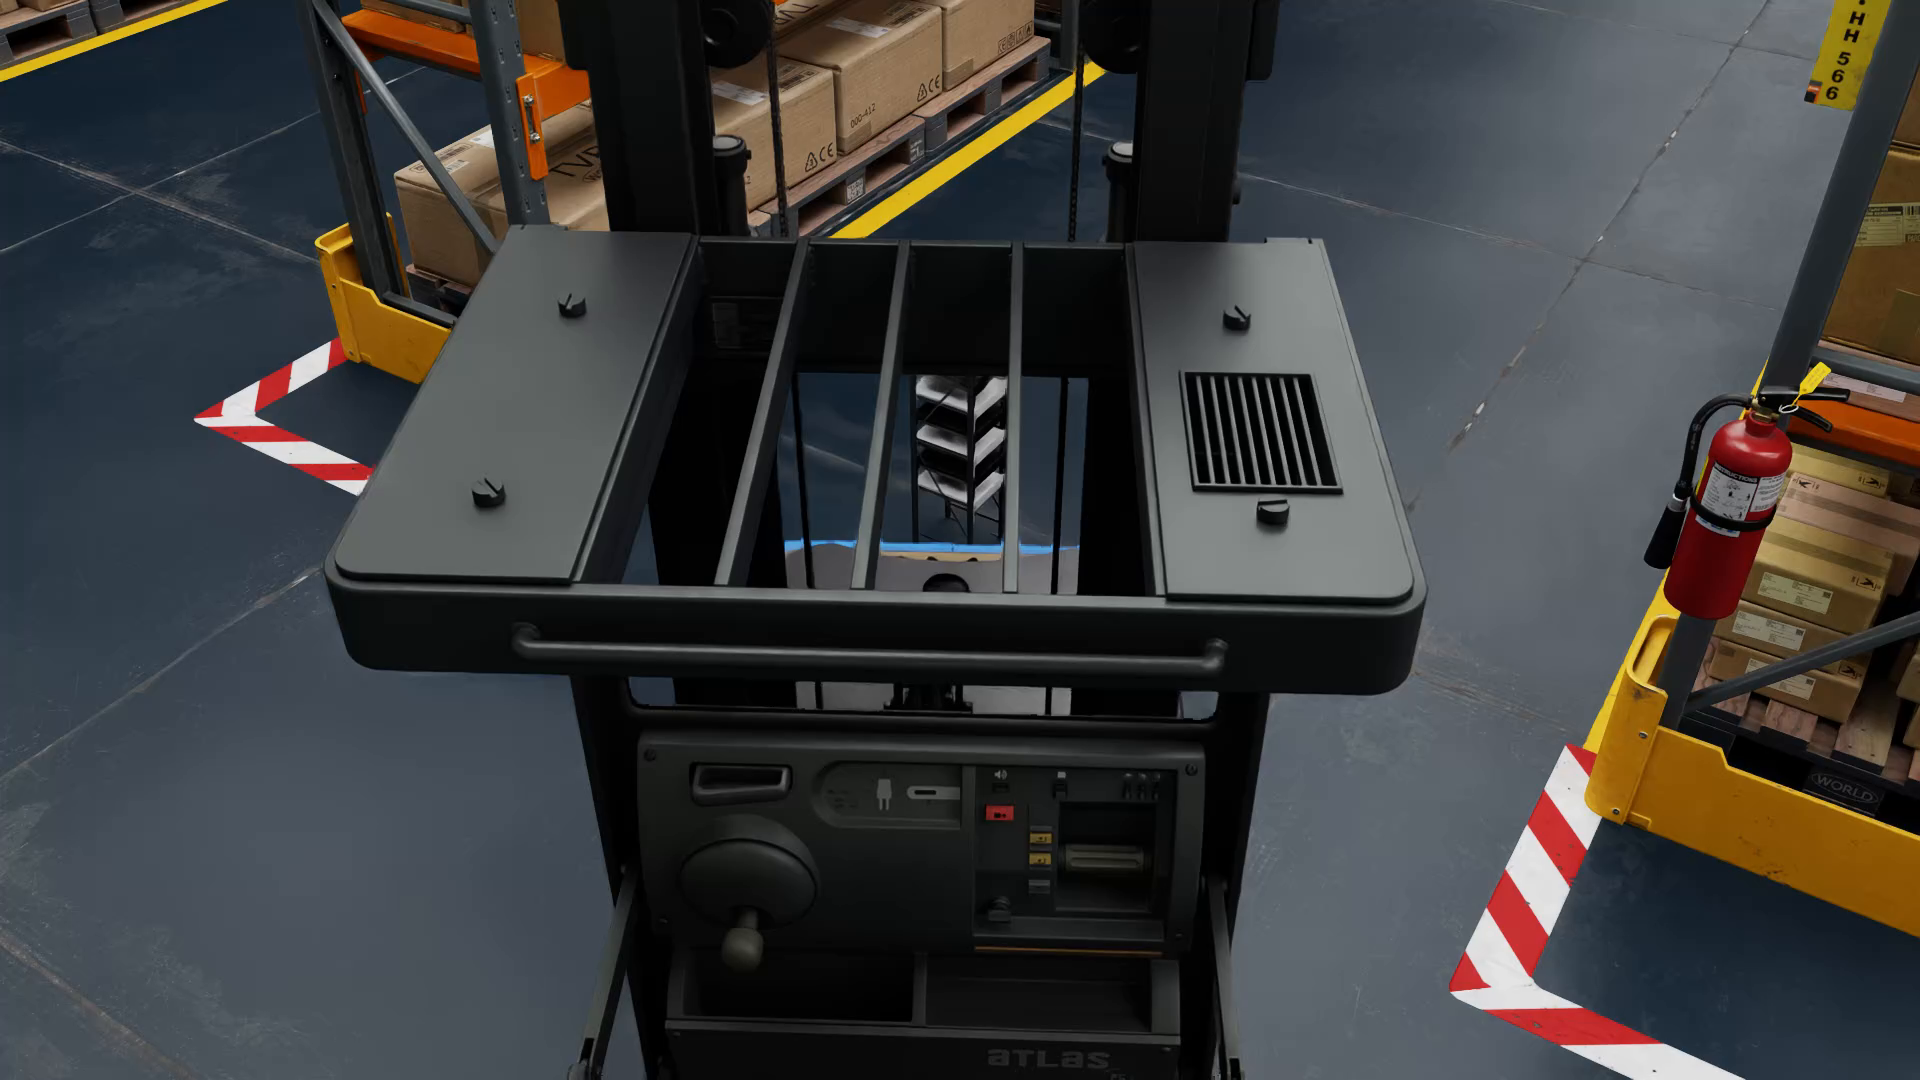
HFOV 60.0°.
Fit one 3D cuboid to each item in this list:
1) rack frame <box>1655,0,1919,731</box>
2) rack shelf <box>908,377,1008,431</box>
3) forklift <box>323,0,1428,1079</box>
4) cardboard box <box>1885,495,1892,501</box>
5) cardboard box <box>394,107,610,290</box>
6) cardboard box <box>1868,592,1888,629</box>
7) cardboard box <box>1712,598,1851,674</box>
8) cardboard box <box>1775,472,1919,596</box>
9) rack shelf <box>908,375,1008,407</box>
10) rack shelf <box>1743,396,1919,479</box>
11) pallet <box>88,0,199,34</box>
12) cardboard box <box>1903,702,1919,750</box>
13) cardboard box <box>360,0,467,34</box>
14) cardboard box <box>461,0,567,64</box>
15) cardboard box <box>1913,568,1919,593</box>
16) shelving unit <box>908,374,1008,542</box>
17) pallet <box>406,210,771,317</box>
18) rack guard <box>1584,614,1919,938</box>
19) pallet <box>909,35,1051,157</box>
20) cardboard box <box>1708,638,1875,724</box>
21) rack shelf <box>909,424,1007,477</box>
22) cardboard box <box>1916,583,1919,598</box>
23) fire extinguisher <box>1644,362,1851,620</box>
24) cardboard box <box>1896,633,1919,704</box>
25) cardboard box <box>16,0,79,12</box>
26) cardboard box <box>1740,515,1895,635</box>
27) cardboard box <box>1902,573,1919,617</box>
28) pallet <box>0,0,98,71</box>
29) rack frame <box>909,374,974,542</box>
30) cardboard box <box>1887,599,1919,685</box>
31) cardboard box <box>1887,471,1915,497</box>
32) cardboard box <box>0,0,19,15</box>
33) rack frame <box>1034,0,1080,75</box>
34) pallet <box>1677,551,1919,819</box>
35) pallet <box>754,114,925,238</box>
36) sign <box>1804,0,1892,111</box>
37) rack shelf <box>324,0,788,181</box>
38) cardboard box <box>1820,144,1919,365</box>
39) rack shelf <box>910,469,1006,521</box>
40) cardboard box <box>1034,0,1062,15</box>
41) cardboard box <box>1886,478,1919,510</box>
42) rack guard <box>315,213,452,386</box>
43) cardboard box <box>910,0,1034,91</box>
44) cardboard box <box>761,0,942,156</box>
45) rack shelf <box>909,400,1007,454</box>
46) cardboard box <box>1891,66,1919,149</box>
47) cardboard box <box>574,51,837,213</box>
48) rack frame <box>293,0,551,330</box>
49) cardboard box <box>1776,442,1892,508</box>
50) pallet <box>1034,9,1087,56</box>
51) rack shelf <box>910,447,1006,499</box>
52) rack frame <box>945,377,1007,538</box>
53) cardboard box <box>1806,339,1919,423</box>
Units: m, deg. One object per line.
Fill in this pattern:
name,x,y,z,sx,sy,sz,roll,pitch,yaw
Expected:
rack frame,2.315,-0.281,3.658,1.000,3.000,0.127,21,42,25
rack shelf,-0.004,-0.468,5.380,0.258,0.077,0.200,21,42,25
forklift,-0.072,0.590,2.584,1.130,2.935,3.031,1,38,2
cardboard box,2.633,-0.070,5.131,0.380,0.149,0.250,19,42,23
cardboard box,-1.650,-1.373,6.828,0.875,0.438,0.875,20,42,24
cardboard box,2.542,0.081,4.935,0.380,0.149,0.250,20,42,24
cardboard box,2.356,0.199,4.783,0.380,0.149,0.250,20,42,24
cardboard box,2.567,-0.020,4.823,0.380,0.149,0.250,22,43,26
rack shelf,-0.004,-0.540,5.325,0.258,0.077,0.200,21,42,25
rack shelf,3.386,-1.027,5.215,1.077,0.370,4.000,21,42,25
pallet,-4.991,-3.442,10.042,1.003,0.211,1.213,21,42,25
cardboard box,2.866,0.516,4.614,0.380,0.149,0.250,22,43,26
cardboard box,-1.884,-2.223,6.095,0.500,0.500,0.500,21,42,25
cardboard box,-1.420,-2.041,5.859,0.500,0.500,0.500,21,42,25
cardboard box,3.063,0.100,4.911,0.380,0.149,0.250,22,43,26
shelving unit,-0.004,-0.352,5.470,0.258,0.900,0.210,21,42,25
pallet,-1.557,-1.181,7.110,1.003,0.211,1.213,21,42,25
rack guard,2.355,0.670,4.472,1.175,0.500,0.348,21,42,25
pallet,-0.250,-2.439,8.741,1.003,0.211,1.213,21,42,25
cardboard box,2.420,0.342,4.840,0.380,0.149,0.250,22,43,26
rack shelf,-0.004,-0.326,5.490,0.258,0.077,0.200,21,42,25
cardboard box,2.928,0.106,4.660,0.380,0.149,0.250,22,43,26
fire extinguisher,1.790,-0.124,3.822,0.296,0.674,0.183,21,42,25
cardboard box,2.812,0.378,4.550,0.380,0.149,0.250,23,43,27
cardboard box,-5.214,-3.358,9.353,0.700,0.500,0.500,23,43,27
cardboard box,2.384,0.090,4.680,0.380,0.149,0.250,22,43,26
cardboard box,3.064,0.224,4.993,0.380,0.149,0.250,22,43,26
pallet,-5.645,-2.816,9.230,1.003,0.211,1.213,21,42,25
rack frame,-0.059,-0.300,5.402,0.240,0.900,0.006,21,42,25
cardboard box,2.937,0.355,4.824,0.380,0.149,0.250,21,42,25
cardboard box,2.791,-0.308,5.197,0.380,0.149,0.250,19,42,23
cardboard box,-5.444,-2.998,9.173,0.380,0.149,0.250,19,42,23
rack frame,0.224,-3.910,8.365,1.000,3.000,0.127,21,42,25
pallet,2.820,0.377,5.088,1.003,0.211,1.213,21,42,25
pallet,-0.903,-1.808,7.922,1.003,0.211,1.213,21,42,25
sign,1.857,-1.057,3.457,0.100,0.325,0.005,21,42,25
rack shelf,-0.848,-2.594,7.247,1.077,0.370,4.000,21,42,25
cardboard box,2.338,-0.754,3.946,0.500,0.500,0.500,22,43,26
rack shelf,-0.004,-0.183,5.600,0.258,0.077,0.200,21,42,25
cardboard box,0.488,-3.581,9.334,0.875,0.875,0.875,23,43,26
cardboard box,2.864,-0.175,5.267,0.380,0.149,0.250,21,42,25
rack guard,-1.932,-0.846,6.438,1.175,0.500,0.348,21,42,25
cardboard box,-0.203,-2.773,8.645,0.875,0.438,0.875,21,42,24
cardboard box,-0.682,-2.311,8.046,0.875,0.438,0.875,20,42,24
rack shelf,-0.004,-0.397,5.435,0.258,0.077,0.200,21,42,25
cardboard box,2.350,-1.152,3.643,0.500,0.500,0.500,20,42,24
cardboard box,-1.167,-1.847,7.444,0.875,0.438,0.875,22,43,26
rack frame,-1.919,-1.848,5.690,1.000,3.000,0.127,21,42,25
cardboard box,2.599,-0.195,5.050,0.380,0.149,0.250,20,42,24
pallet,0.573,-3.228,9.765,1.003,0.211,1.213,21,42,25
rack shelf,-0.004,-0.255,5.545,0.258,0.077,0.200,21,42,25
rack frame,0.050,-0.405,5.538,0.240,0.900,0.006,21,42,25
cardboard box,2.251,-0.442,4.072,0.380,0.149,0.250,21,42,25
